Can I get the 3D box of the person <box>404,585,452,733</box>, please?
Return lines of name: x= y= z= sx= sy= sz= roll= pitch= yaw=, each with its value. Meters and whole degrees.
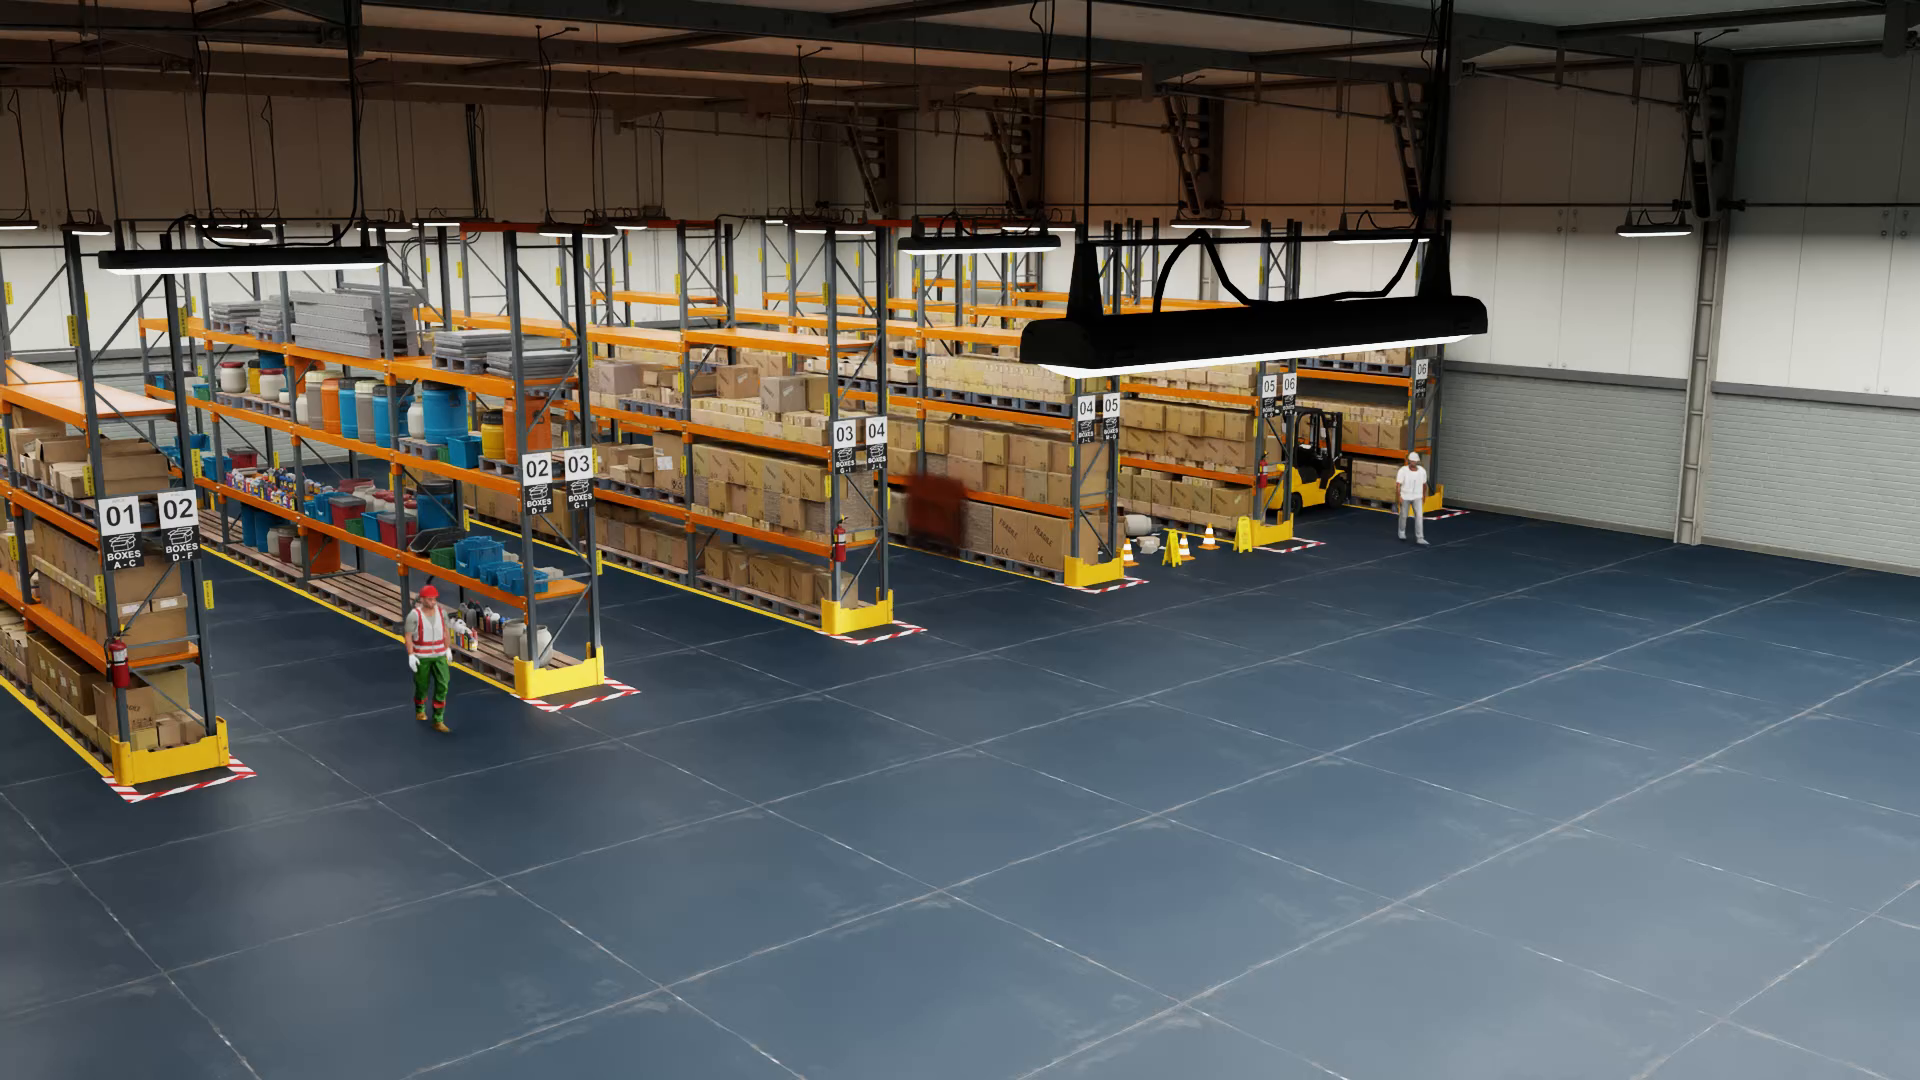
person: x=-6.477 y=1.440 z=20.368 sx=0.639 sy=1.792 sz=0.721 roll=-10 pitch=15 yaw=-41

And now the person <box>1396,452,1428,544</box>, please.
person: x=8.538 y=-0.803 z=31.394 sx=0.600 sy=1.705 sz=1.030 roll=1 pitch=11 yaw=4
